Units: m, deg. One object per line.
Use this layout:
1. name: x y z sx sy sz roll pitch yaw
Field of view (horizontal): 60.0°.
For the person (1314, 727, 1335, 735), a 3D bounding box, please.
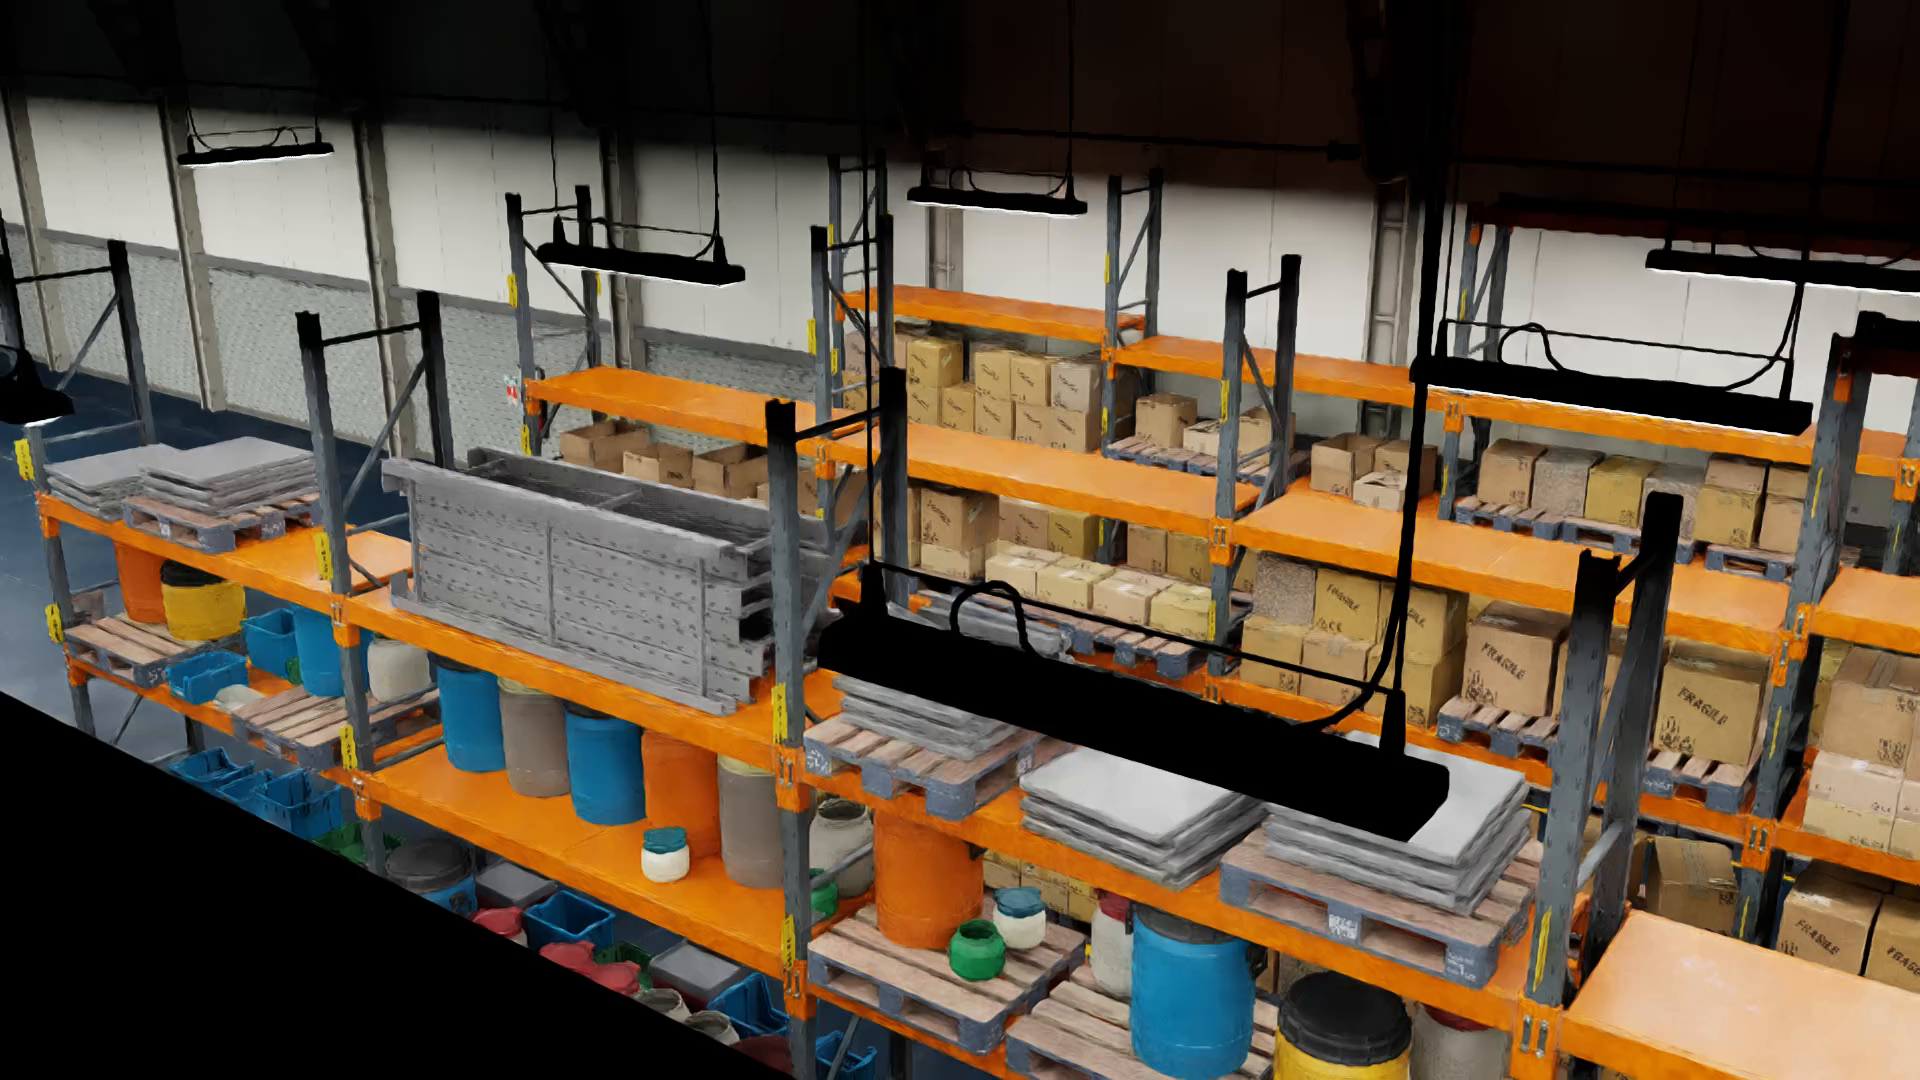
1. person: 3.299 2.409 15.269 0.499 1.659 0.431 1 19 4
